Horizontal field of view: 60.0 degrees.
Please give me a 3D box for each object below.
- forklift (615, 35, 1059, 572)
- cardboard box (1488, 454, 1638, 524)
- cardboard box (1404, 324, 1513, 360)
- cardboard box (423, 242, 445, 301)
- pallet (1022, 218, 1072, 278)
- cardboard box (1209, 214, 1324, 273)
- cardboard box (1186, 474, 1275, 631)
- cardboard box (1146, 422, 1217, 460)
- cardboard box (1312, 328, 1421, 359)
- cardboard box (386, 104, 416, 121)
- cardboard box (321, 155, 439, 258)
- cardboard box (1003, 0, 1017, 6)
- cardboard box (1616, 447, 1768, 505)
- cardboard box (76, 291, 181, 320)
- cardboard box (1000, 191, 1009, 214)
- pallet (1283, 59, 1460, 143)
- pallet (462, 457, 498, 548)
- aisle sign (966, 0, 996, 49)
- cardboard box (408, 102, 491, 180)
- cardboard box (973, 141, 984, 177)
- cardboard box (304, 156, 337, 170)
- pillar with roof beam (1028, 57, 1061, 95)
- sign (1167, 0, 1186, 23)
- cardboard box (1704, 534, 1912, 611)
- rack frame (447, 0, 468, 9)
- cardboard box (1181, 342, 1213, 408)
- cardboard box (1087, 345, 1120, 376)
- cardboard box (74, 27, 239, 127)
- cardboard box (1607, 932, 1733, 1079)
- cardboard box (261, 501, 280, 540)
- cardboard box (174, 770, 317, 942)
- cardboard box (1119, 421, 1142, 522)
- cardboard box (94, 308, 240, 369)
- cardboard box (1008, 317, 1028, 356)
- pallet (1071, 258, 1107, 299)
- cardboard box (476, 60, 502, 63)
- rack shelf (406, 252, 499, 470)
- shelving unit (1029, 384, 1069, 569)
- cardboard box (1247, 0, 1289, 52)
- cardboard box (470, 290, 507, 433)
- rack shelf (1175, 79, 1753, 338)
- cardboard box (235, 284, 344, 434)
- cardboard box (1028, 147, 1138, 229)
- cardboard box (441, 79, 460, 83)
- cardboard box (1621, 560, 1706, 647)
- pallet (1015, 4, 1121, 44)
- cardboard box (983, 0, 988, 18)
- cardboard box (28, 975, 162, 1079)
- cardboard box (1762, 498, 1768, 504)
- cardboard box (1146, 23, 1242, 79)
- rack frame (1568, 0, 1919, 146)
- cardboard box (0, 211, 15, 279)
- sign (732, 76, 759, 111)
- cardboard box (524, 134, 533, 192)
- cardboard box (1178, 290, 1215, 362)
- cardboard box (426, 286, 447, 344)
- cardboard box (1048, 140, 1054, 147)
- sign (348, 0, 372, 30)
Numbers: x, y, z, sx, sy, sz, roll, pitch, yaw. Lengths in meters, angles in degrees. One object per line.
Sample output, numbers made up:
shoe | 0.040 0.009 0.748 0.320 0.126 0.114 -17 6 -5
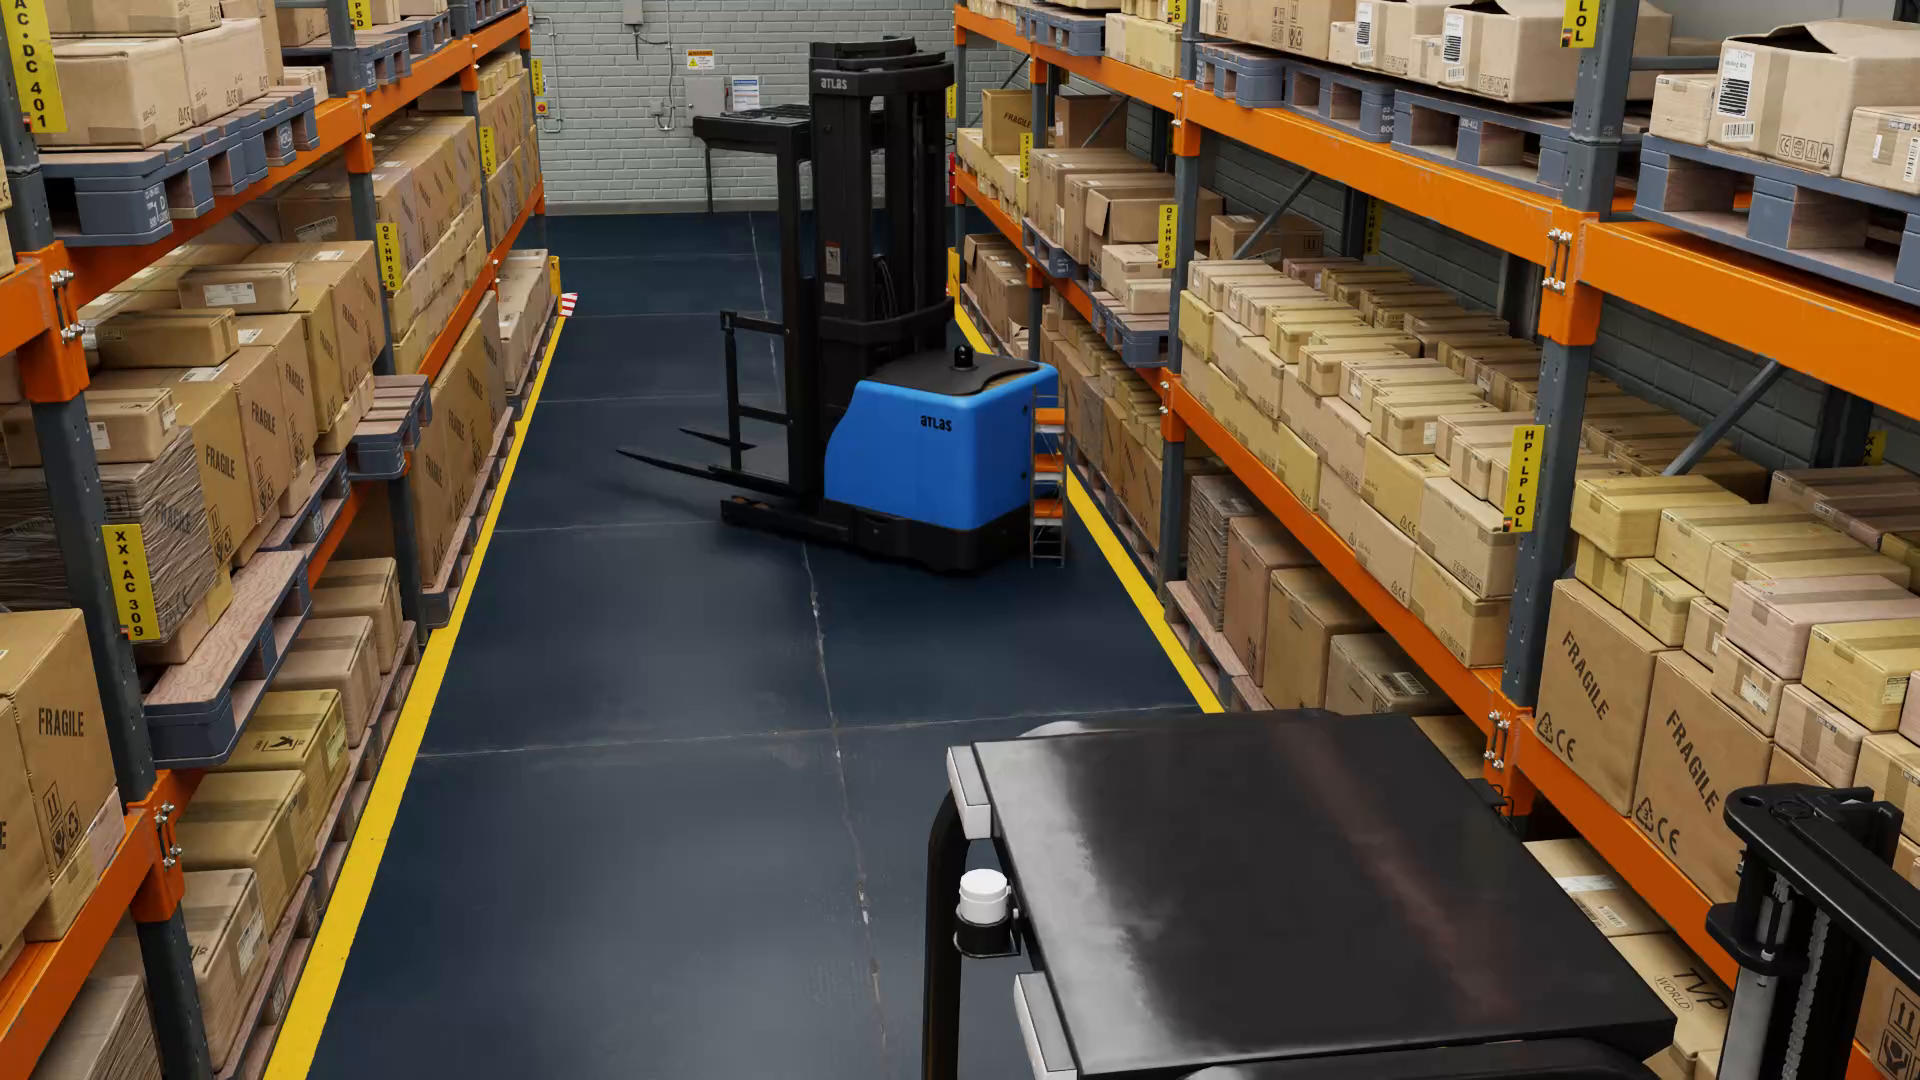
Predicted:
forklift | -0.896 -1.570 10.232 3.031 2.935 1.130 14 24 32
cardboard box | 1.916 -0.160 5.288 0.380 0.149 0.250 -2 21 -6
cardboard box | 2.096 -0.805 7.015 0.380 0.149 0.250 -2 21 -6
cardboard box | -3.265 -1.540 9.552 0.500 0.250 0.500 -3 21 -8
pallet | 1.039 -2.100 11.827 1.003 0.211 1.213 -3 21 -8
cardboard box | 1.689 -1.517 9.248 0.500 0.500 0.500 -2 21 -5
cardboard box | 1.685 0.045 8.603 0.875 0.625 0.625 -2 21 -6
cardboard box | 1.287 -0.575 9.515 0.380 0.149 0.250 -4 21 -10
cardboard box | 1.693 -0.781 6.951 0.380 0.149 0.250 -3 21 -8
cardboard box | -4.221 -2.885 12.083 0.500 0.500 0.500 -3 21 -8
cardboard box | -3.272 -1.885 9.405 0.500 0.500 0.500 -2 21 -6
cardboard box | 0.629 -4.281 12.892 0.500 0.250 0.500 -4 21 -10
cardboard box | 2.347 -0.186 5.356 0.380 0.149 0.250 -3 21 -9
cardboard box | -3.302 -0.688 6.602 0.500 0.500 0.500 -3 21 -7
cardboard box | 0.540 -2.809 13.810 0.380 0.149 0.250 -3 21 -9
pallet | 1.959 -1.787 6.696 1.003 0.211 1.213 -2 21 -5
pallet | -3.515 -0.228 10.524 1.003 0.211 1.213 -3 21 -8
aisle sign | 0.155 -5.084 15.825 0.394 0.787 0.004 -3 21 -8
cardboard box | -3.708 -2.913 12.157 0.500 0.500 0.500 -3 21 -7
cardboard box | 0.403 -3.406 14.837 0.500 0.250 0.500 -3 21 -9
cardboard box | -3.783 -1.866 9.354 0.500 0.500 0.500 -3 21 -8
pillar with roof beam | -3.302 -7.430 17.247 9.100 9.000 0.400 -3 21 -8
sign | 1.071 -2.708 8.154 0.100 0.325 0.005 -3 21 -8
cardboard box | 2.110 0.107 4.149 0.380 0.149 0.250 -3 21 -9
rack frame | -3.879 -5.031 10.825 1.000 3.000 0.127 -3 21 -8
cardboard box | 1.431 -0.851 8.423 0.500 0.250 0.500 -3 21 -8
cardboard box | 1.071 -1.215 11.229 0.380 0.149 0.250 -2 21 -6
cardboard box | -2.488 -1.381 4.953 0.500 0.250 0.500 -3 21 -8
cardboard box | 2.008 1.281 4.399 0.500 0.250 0.500 -3 21 -8
cardboard box | -2.667 -0.095 5.943 0.380 0.149 0.250 -3 21 -7
cardboard box | -2.911 1.153 5.997 0.950 0.372 0.625 -2 21 -4
cardboard box | 1.273 -0.423 10.033 0.500 0.500 0.500 -3 21 -9
cardboard box | -2.703 -0.689 5.679 0.380 0.149 0.250 -2 21 -5
cardboard box | 0.609 -1.690 13.761 0.396 0.266 0.258 -2 21 -6
pallet | 1.324 -1.671 10.676 1.003 0.211 1.213 -3 21 -8
cardboard box | -4.062 -3.955 14.020 0.380 0.149 0.250 -3 21 -8
rack shelf | -3.591 -1.191 10.147 1.077 0.370 4.000 -3 21 -8
shelving unit | 0.519 -0.369 9.703 0.215 1.050 0.252 1 21 3
cardboard box | 1.643 -2.350 7.049 0.700 0.500 0.500 -3 21 -9
cardboard box | -3.711 -1.212 11.609 0.875 0.875 0.875 -2 21 -6
rack shelf | 1.897 -1.463 6.588 1.077 0.370 4.000 -3 21 -8
cardboard box | -2.803 -0.722 6.694 0.500 0.500 0.500 -4 21 -11
cardboard box | 0.880 -2.537 11.979 0.700 0.500 0.500 -2 21 -6
cardboard box | -3.800 -3.337 12.363 0.380 0.149 0.250 -3 21 -8
cardboard box | 2.010 0.160 4.431 0.380 0.149 0.250 -2 21 -6
pallet | 1.056 -3.560 11.443 1.213 0.211 1.003 -3 21 -8
cardboard box | 0.396 -4.487 14.015 0.380 0.149 0.250 -3 21 -8
cardboard box | -2.375 1.480 4.223 0.500 0.500 0.500 -3 21 -9
cardboard box | 2.366 -0.055 5.576 0.500 0.250 0.500 -3 21 -9
cardboard box | 1.294 -2.588 8.785 0.500 0.250 0.500 -4 21 -10
rack frame | 2.185 -2.513 4.083 1.000 3.000 0.127 -3 21 -8
cardboard box | -2.378 -0.644 3.726 0.380 0.149 0.250 -3 21 -7
sign | -2.733 -5.664 21.231 0.329 0.494 0.001 -3 21 -8
cardboard box | -4.067 -3.324 14.687 0.500 0.500 0.500 -3 21 -9
cardboard box | 1.406 -1.084 8.332 0.500 0.250 0.500 -3 21 -8
cardboard box | -3.286 -1.307 9.641 0.500 0.250 0.500 -2 21 -6
cardboard box | 0.924 -3.430 14.902 0.500 0.250 0.500 -2 21 -6
sign | -2.766 -2.510 7.623 0.100 0.325 0.005 -3 21 -8
